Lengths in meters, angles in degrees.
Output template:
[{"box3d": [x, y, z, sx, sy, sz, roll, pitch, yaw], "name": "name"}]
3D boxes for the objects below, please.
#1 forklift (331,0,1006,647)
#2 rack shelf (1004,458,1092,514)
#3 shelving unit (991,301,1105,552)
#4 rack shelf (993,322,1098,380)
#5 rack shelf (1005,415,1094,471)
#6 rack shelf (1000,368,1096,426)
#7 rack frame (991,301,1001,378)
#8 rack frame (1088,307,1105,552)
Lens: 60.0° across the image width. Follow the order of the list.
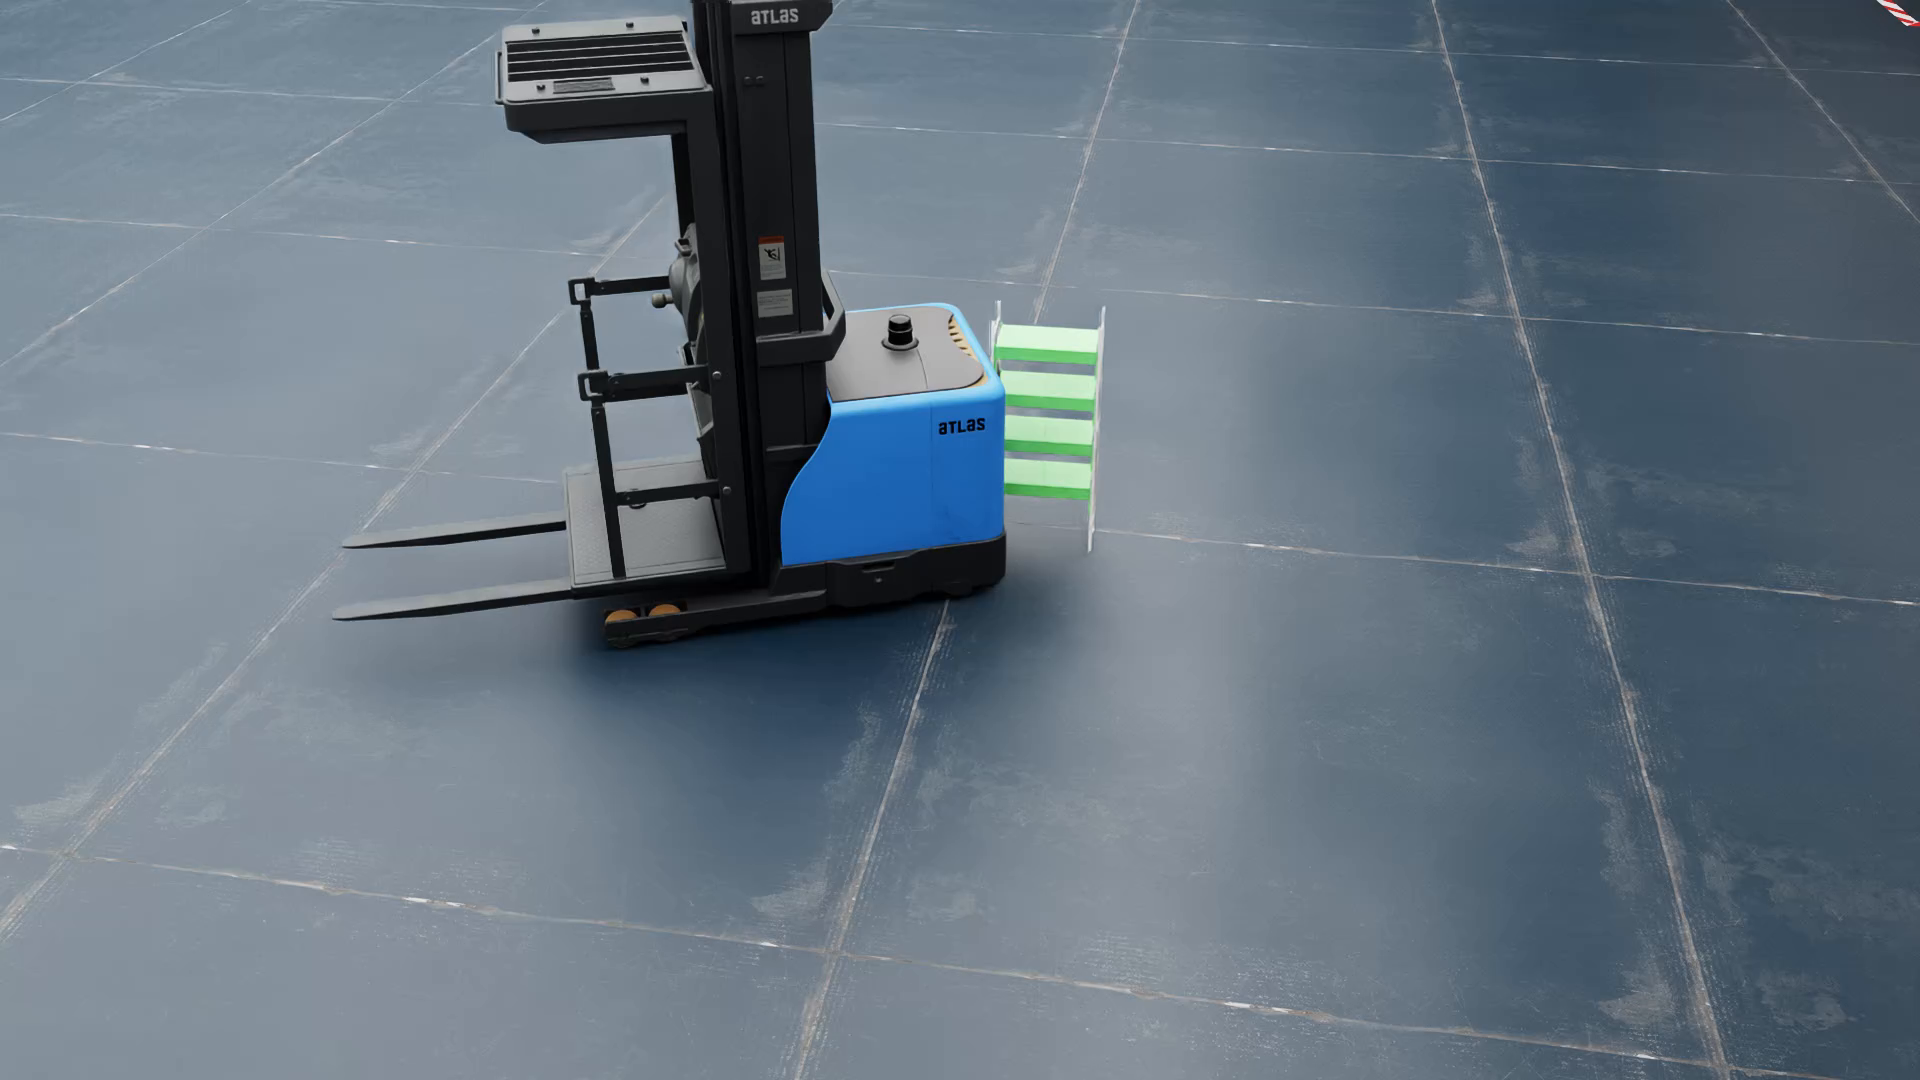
[{"box3d": [-1.358, -1.069, 7.195, 3.031, 2.935, 1.130, -7, 33, -11], "name": "forklift"}, {"box3d": [0.409, -0.272, 8.126, 0.480, 0.148, 0.258, 4, 32, 7], "name": "rack shelf"}, {"box3d": [0.409, -0.529, 7.965, 0.503, 1.200, 0.258, 4, 32, 7], "name": "shelving unit"}, {"box3d": [0.409, -0.882, 7.744, 0.480, 0.148, 0.258, 4, 32, 7], "name": "rack shelf"}, {"box3d": [0.409, -0.475, 7.999, 0.480, 0.148, 0.258, 4, 32, 7], "name": "rack shelf"}, {"box3d": [0.409, -0.679, 7.871, 0.480, 0.148, 0.258, 4, 32, 7], "name": "rack shelf"}, {"box3d": [0.167, -0.548, 7.994, 0.015, 1.200, 0.240, 4, 32, 7], "name": "rack frame"}, {"box3d": [0.651, -0.511, 7.936, 0.015, 1.200, 0.240, 4, 32, 7], "name": "rack frame"}]
